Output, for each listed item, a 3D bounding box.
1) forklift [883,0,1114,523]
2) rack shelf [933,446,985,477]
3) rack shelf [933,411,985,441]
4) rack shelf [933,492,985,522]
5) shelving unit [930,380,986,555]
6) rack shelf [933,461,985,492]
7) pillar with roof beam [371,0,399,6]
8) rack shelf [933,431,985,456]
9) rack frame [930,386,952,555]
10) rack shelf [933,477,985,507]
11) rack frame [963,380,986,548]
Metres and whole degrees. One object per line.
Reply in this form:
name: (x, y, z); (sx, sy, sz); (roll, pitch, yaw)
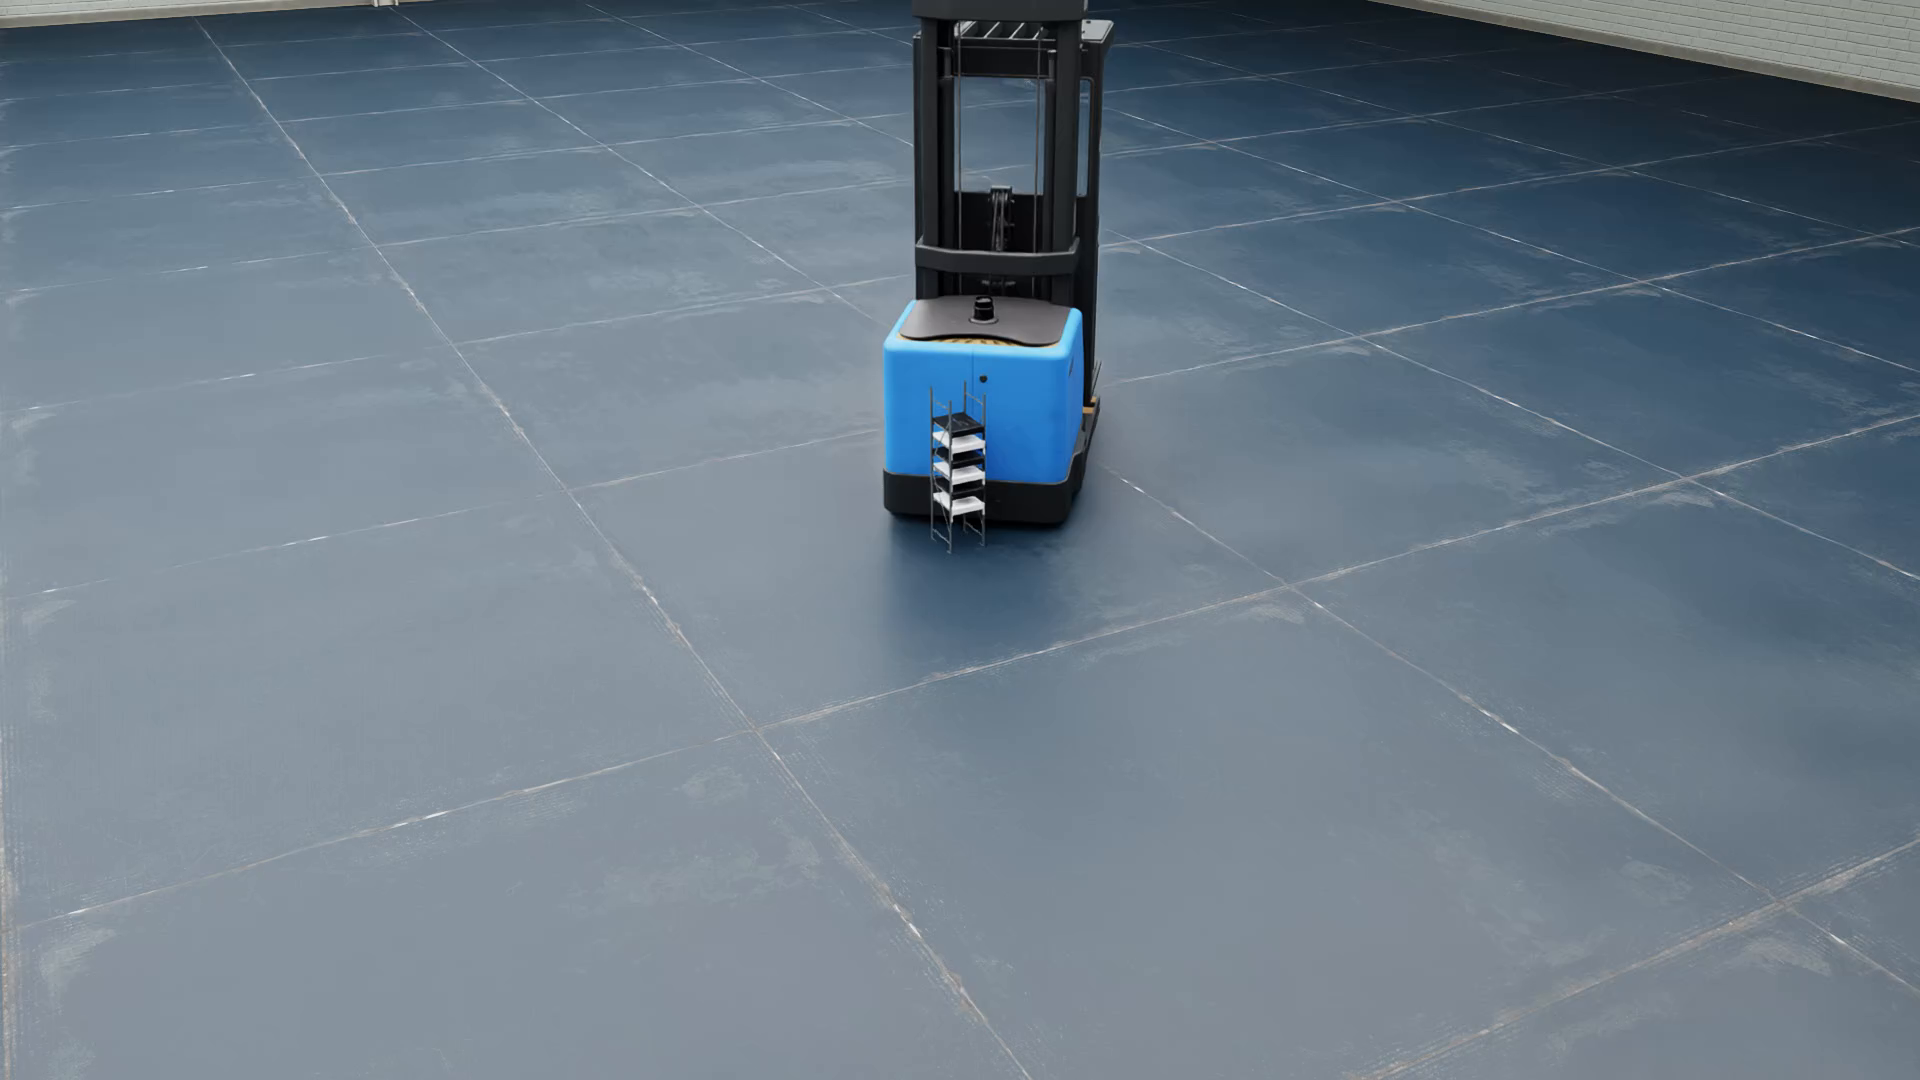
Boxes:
forklift: (0.314, -2.025, 10.081); (1.130, 2.935, 3.031); (4, 26, 8)
rack shelf: (-0.013, -0.440, 8.996); (0.200, 0.077, 0.258); (-13, 29, -25)
rack shelf: (-0.013, -0.602, 8.918); (0.200, 0.077, 0.258); (-13, 29, -25)
rack shelf: (-0.013, -0.197, 9.113); (0.200, 0.077, 0.258); (-13, 29, -25)
shelving unit: (-0.013, -0.389, 9.021); (0.210, 0.900, 0.258); (-13, 29, -25)
rack shelf: (-0.013, -0.359, 9.035); (0.200, 0.077, 0.258); (-13, 29, -25)
pillar with roof beam: (-7.691, -11.459, 22.720); (0.400, 9.000, 9.100); (-13, 29, -25)
rack shelf: (-0.013, -0.521, 8.957); (0.200, 0.077, 0.258); (-13, 29, -25)
rack frame: (-0.103, -0.368, 8.977); (0.006, 0.900, 0.240); (-13, 29, -25)
rack shelf: (-0.013, -0.278, 9.074); (0.200, 0.077, 0.258); (-13, 29, -25)
rack frame: (0.077, -0.410, 9.064); (0.006, 0.900, 0.240); (-13, 29, -25)
